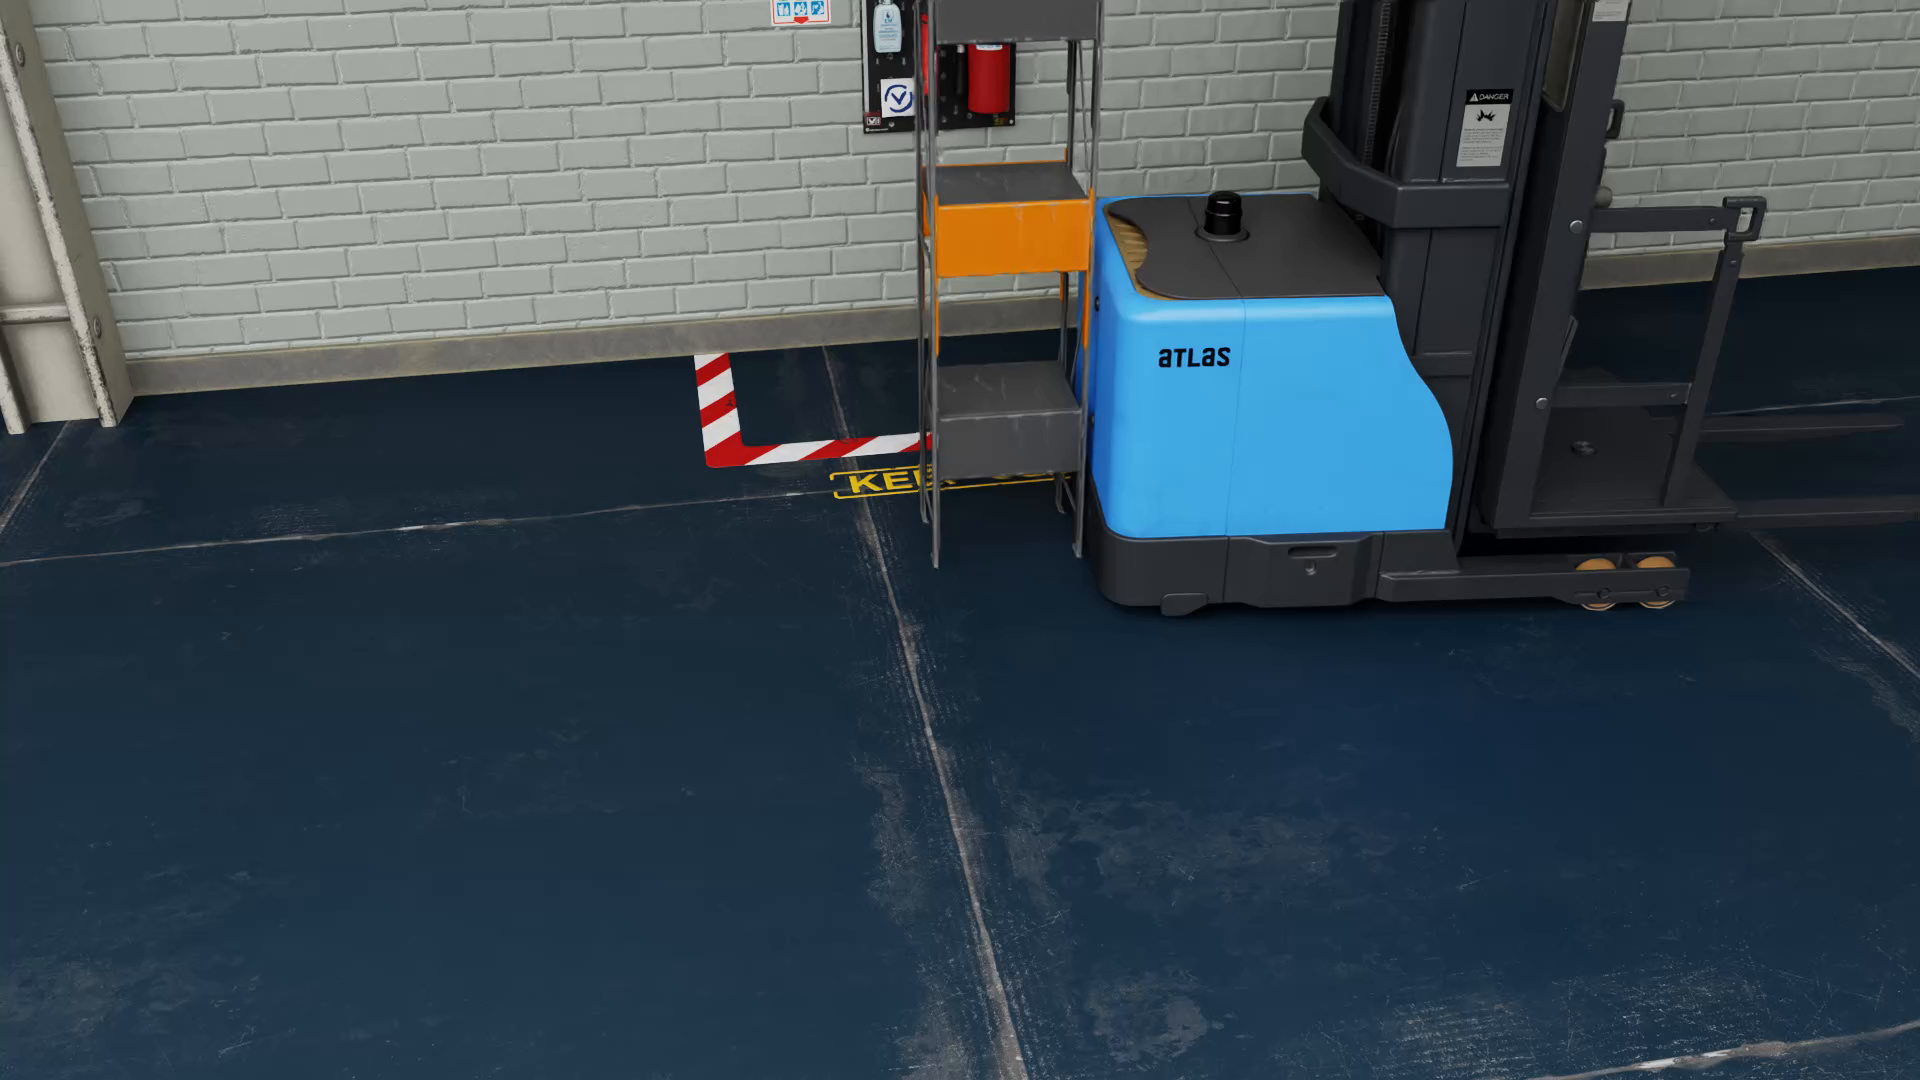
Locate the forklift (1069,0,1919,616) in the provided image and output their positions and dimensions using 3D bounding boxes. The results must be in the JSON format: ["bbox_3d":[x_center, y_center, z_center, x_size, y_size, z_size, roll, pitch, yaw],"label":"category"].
[{"bbox_3d":[1.933,-1.302,5.073,3.031,2.935,1.130,-2,31,-3],"label":"forklift"}]

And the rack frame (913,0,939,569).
[{"bbox_3d":[-0.106,-0.908,5.222,0.015,2.100,0.400,-4,31,-7],"label":"rack frame"}]

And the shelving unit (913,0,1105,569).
[{"bbox_3d":[0.135,-0.924,5.251,0.503,2.100,0.431,-4,31,-7],"label":"shelving unit"}]

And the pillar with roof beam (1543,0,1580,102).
[{"bbox_3d":[3.155,-2.786,1.609,0.400,9.000,9.100,-5,31,-9],"label":"pillar with roof beam"}]

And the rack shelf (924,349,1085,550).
[{"bbox_3d":[0.135,-0.309,5.612,0.480,0.518,0.431,-4,31,-7],"label":"rack shelf"}]

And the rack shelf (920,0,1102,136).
[{"bbox_3d":[0.135,-1.516,4.903,0.480,0.518,0.431,-4,31,-7],"label":"rack shelf"}]

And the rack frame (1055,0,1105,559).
[{"bbox_3d":[0.377,-0.941,5.279,0.015,2.100,0.400,-4,31,-7],"label":"rack frame"}]

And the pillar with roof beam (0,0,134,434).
[{"bbox_3d":[-2.747,-2.238,0.678,0.400,9.000,9.100,-5,31,-9],"label":"pillar with roof beam"}]

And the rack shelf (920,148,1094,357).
[{"bbox_3d":[0.135,-0.913,5.257,0.480,0.518,0.431,-4,31,-7],"label":"rack shelf"}]

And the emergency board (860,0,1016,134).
[{"bbox_3d":[-0.058,-2.139,6.429,0.643,1.169,0.194,-5,31,-9],"label":"emergency board"}]

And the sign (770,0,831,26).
[{"bbox_3d":[-0.620,-2.156,6.422,0.234,0.329,0.001,-5,31,-9],"label":"sign"}]

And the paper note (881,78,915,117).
[{"bbox_3d":[-0.245,-1.778,6.683,0.142,0.148,0.016,-5,31,-9],"label":"paper note"}]
